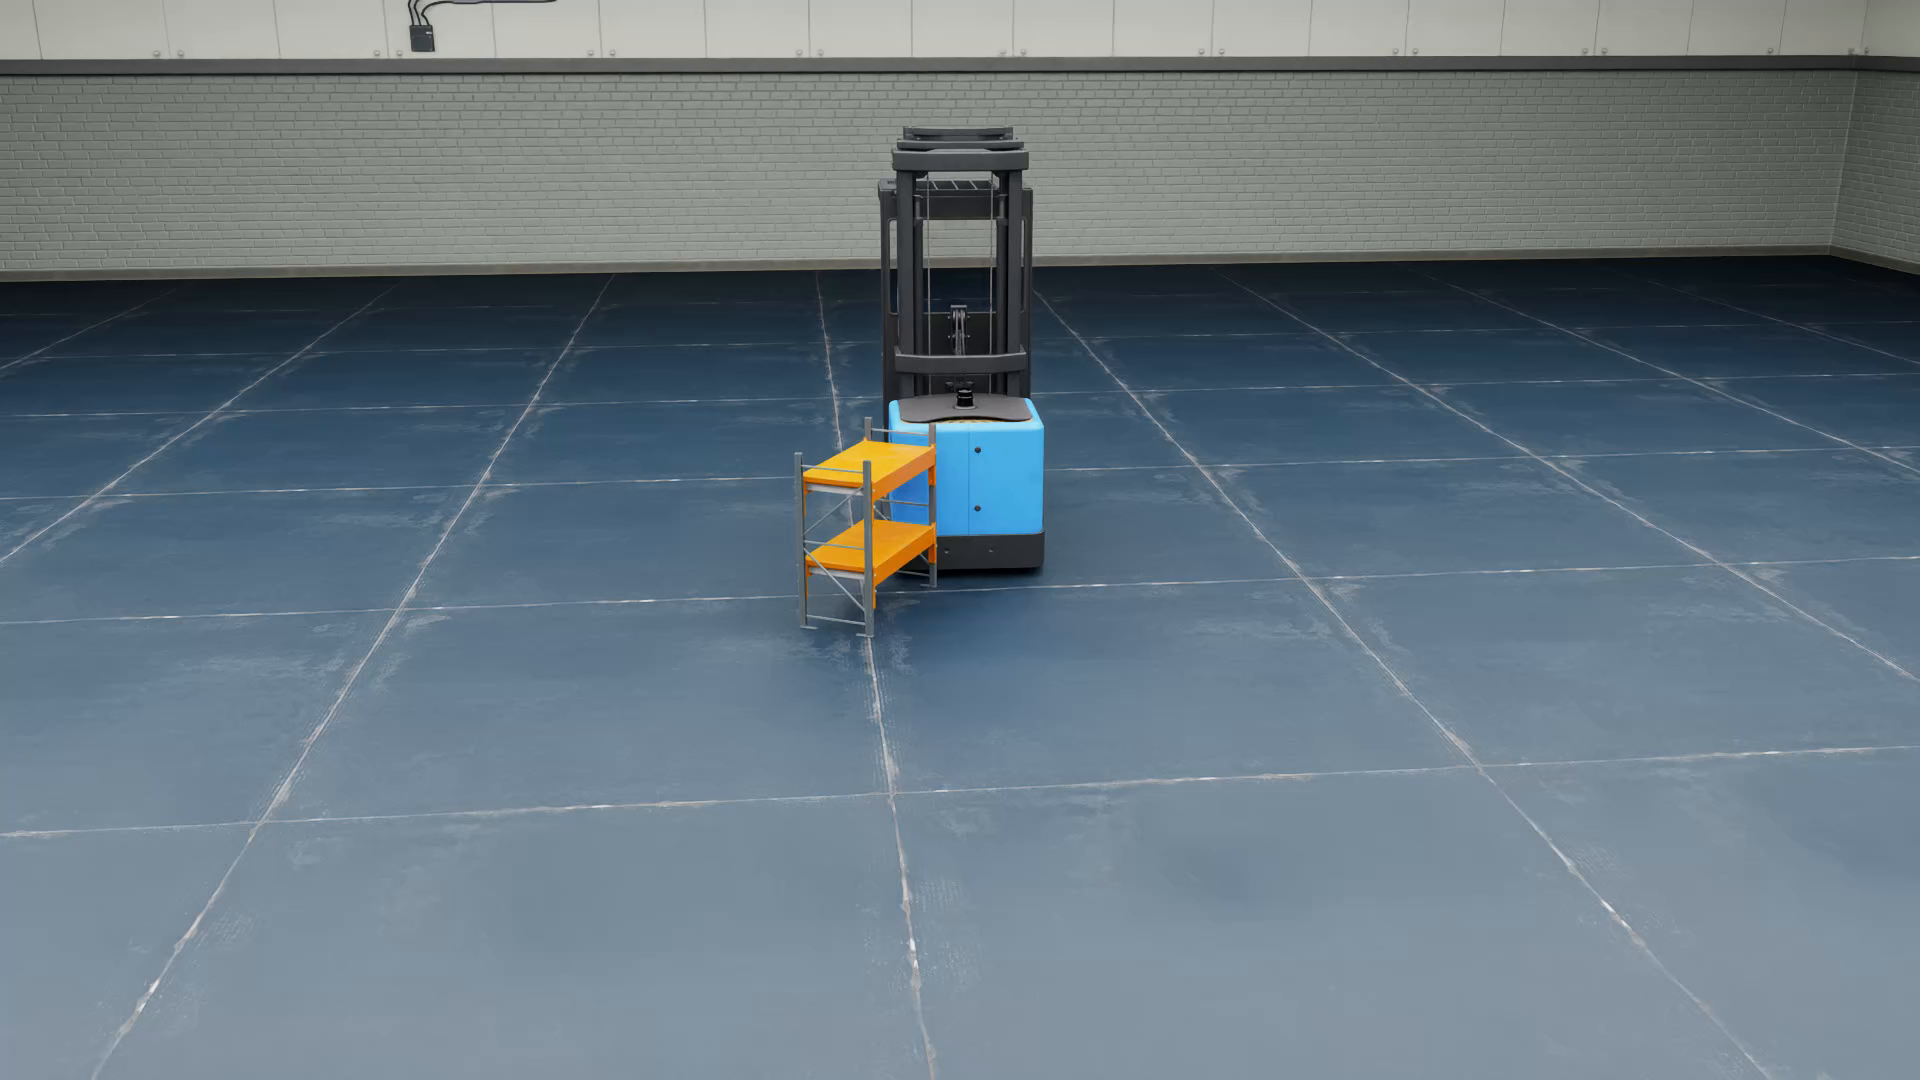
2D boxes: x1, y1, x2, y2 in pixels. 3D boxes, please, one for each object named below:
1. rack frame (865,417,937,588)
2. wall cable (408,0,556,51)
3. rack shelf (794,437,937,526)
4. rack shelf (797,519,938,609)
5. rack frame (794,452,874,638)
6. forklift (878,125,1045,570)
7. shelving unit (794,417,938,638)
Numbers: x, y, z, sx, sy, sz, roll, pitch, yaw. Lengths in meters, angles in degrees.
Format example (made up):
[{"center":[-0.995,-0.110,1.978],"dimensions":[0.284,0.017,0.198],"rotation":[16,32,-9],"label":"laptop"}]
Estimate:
[{"center":[-0.393,-0.247,11.087],"dimensions":[0.500,1.125,0.032],"rotation":[7,19,21],"label":"rack frame"},{"center":[-6.664,-9.870,22.913],"dimensions":[2.305,6.003,0.169],"rotation":[-2,18,-6],"label":"wall cable"},{"center":[-0.581,-0.385,10.548],"dimensions":[0.538,0.278,1.000],"rotation":[7,19,21],"label":"rack shelf"},{"center":[-0.581,0.128,10.709],"dimensions":[0.538,0.278,1.000],"rotation":[7,19,21],"label":"rack shelf"},{"center":[-0.769,0.036,10.185],"dimensions":[0.500,1.125,0.032],"rotation":[7,19,21],"label":"rack frame"},{"center":[-0.043,-1.585,12.332],"dimensions":[1.130,2.935,3.031],"rotation":[-1,17,-4],"label":"forklift"},{"center":[-0.581,-0.106,10.636],"dimensions":[0.538,1.125,1.048],"rotation":[7,19,21],"label":"shelving unit"}]
